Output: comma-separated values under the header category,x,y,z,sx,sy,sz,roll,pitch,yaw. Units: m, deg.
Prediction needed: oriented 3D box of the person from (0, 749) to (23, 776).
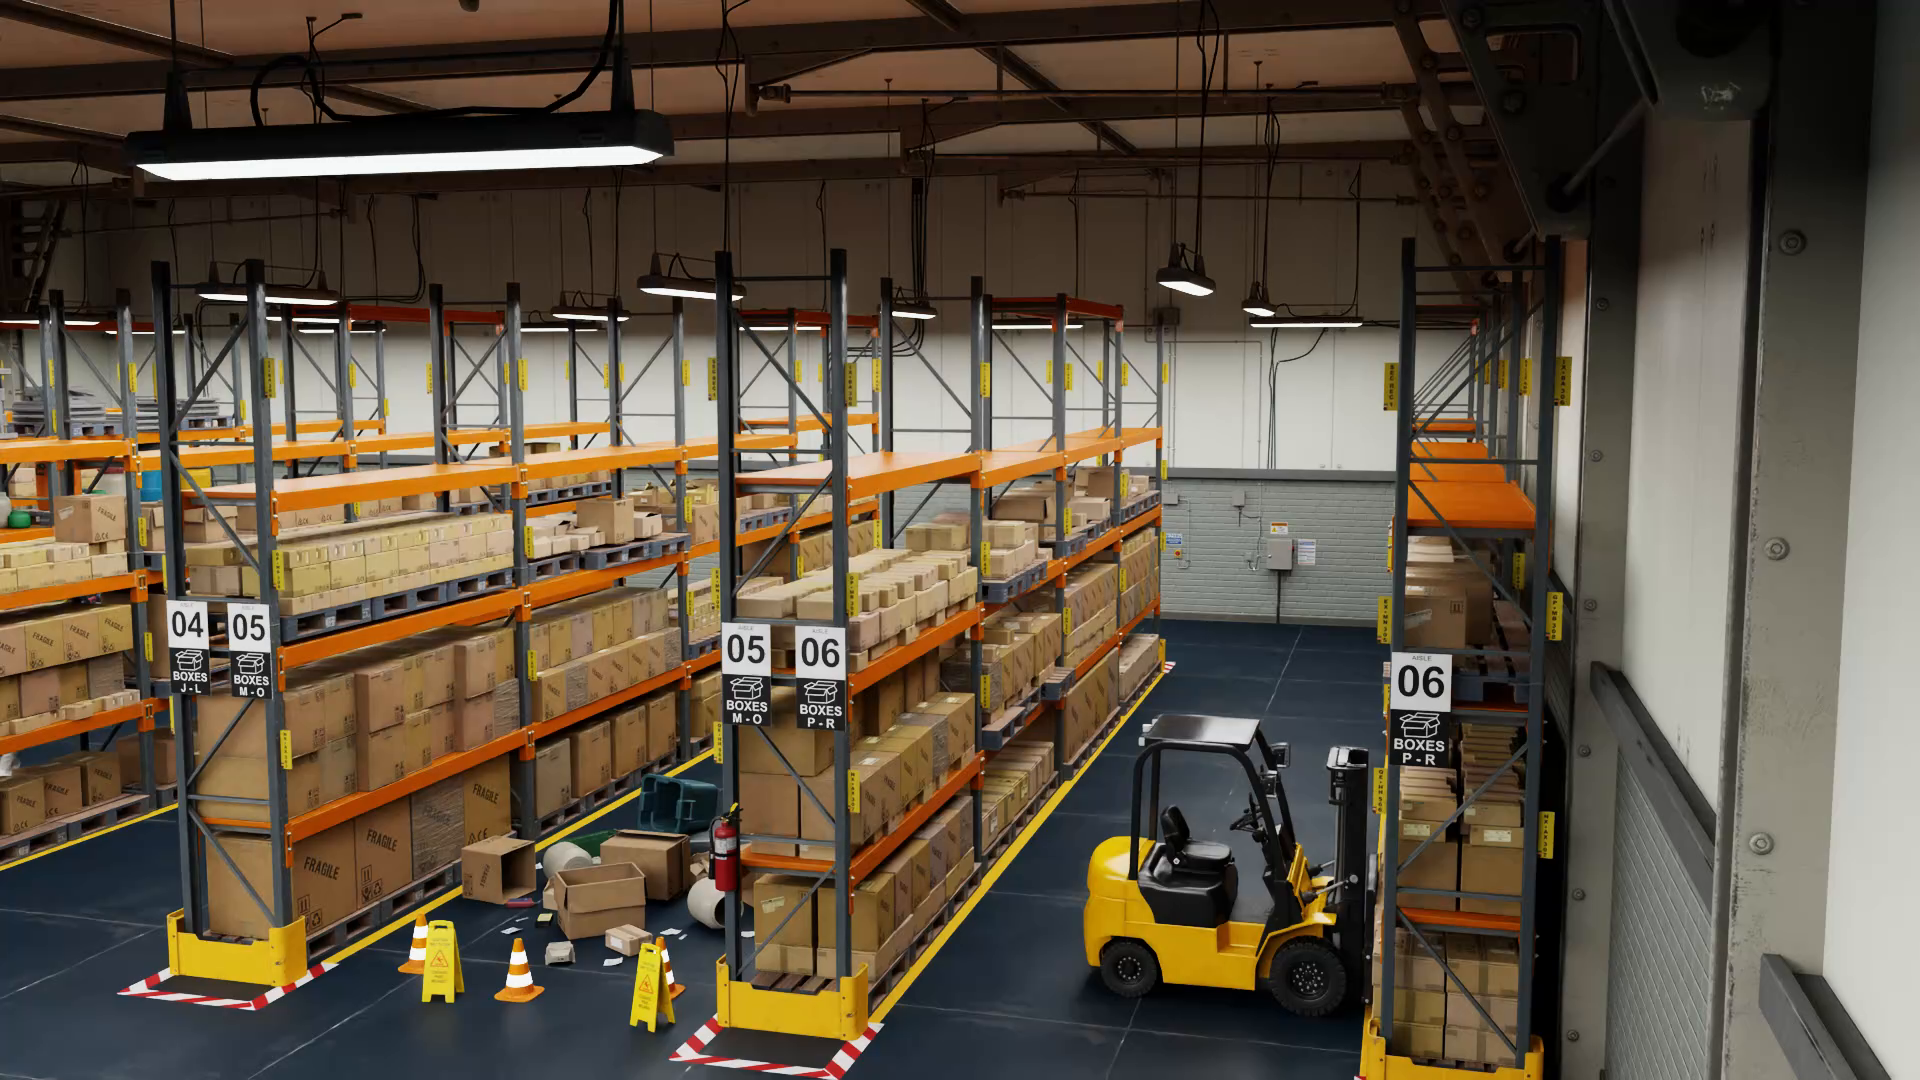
category,x,y,z,sx,sy,sz,roll,pitch,yaw
person,-11.271,2.180,19.823,0.560,1.759,0.861,1,6,7
